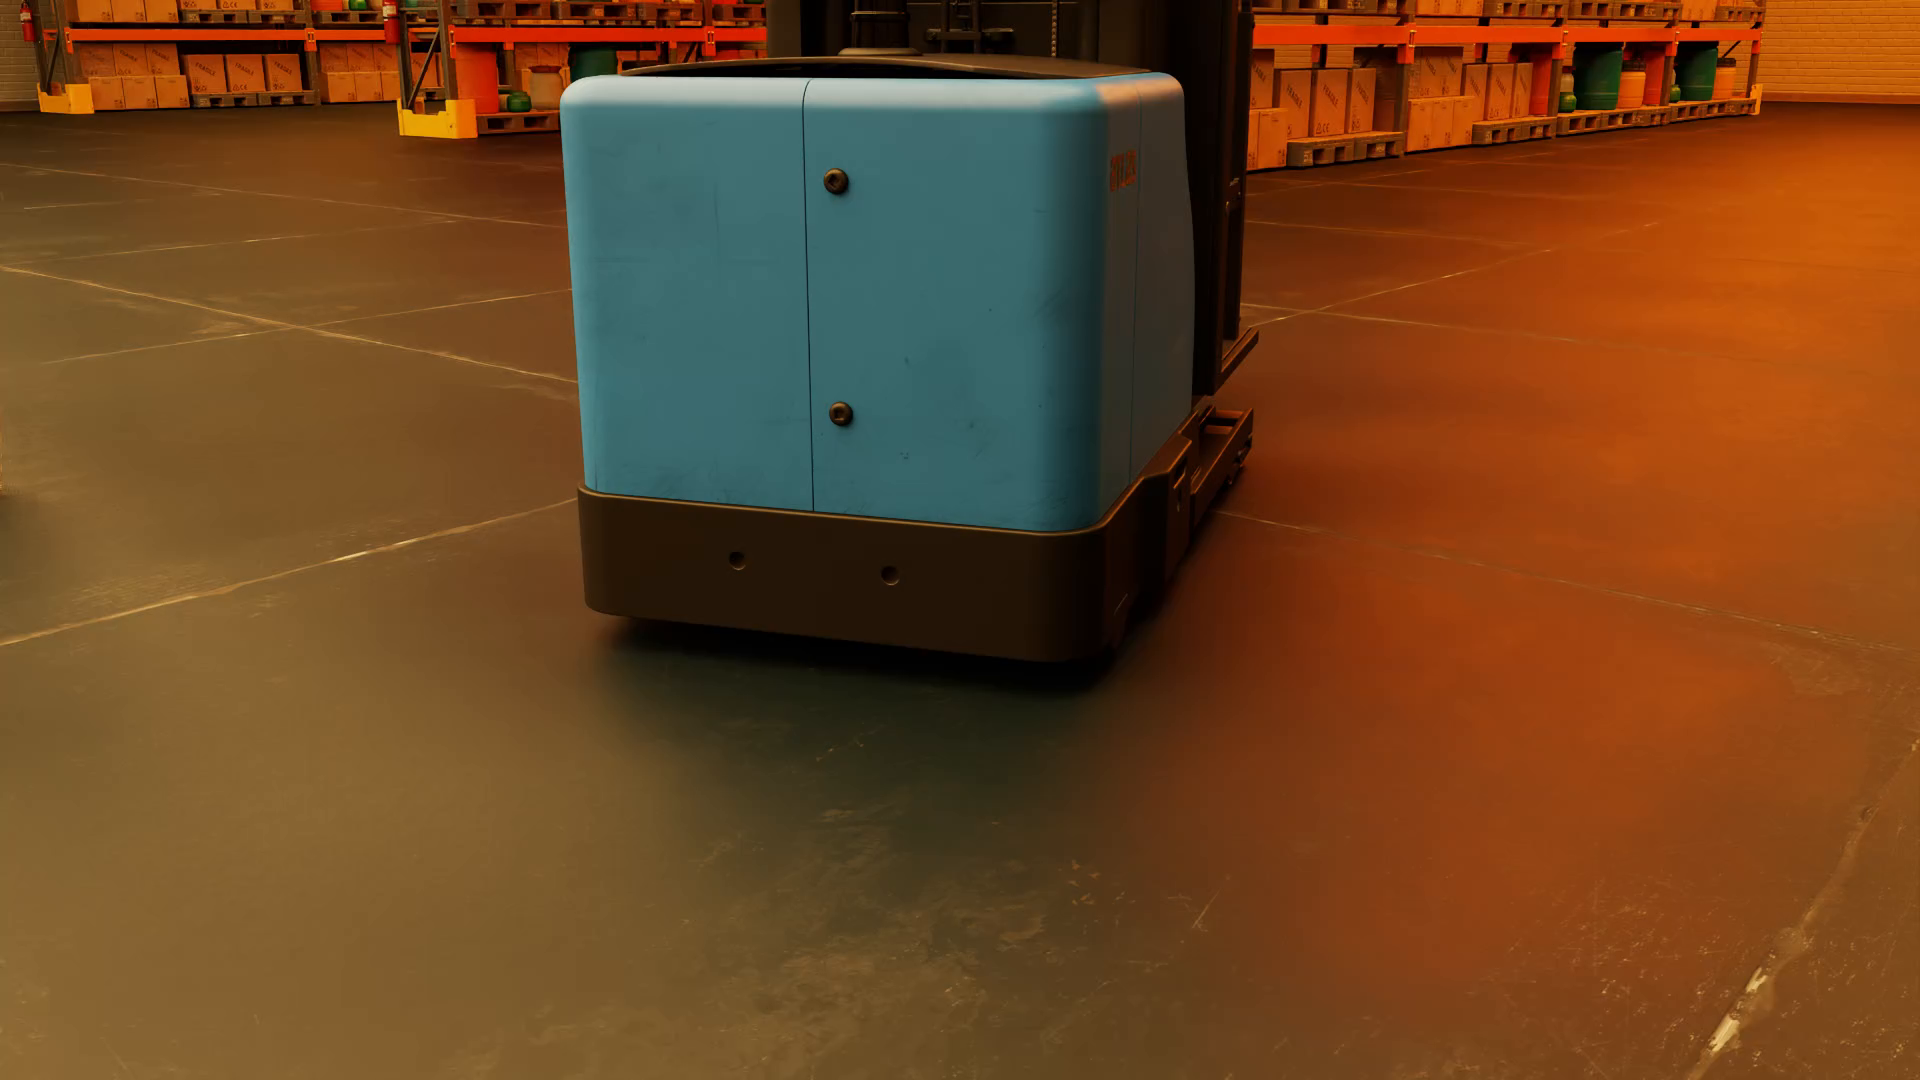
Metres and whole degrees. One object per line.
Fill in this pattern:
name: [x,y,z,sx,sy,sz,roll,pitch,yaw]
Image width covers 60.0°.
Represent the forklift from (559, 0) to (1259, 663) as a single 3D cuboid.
forklift: [0.182,-1.571,4.072,1.130,2.935,3.031,5,18,17]
